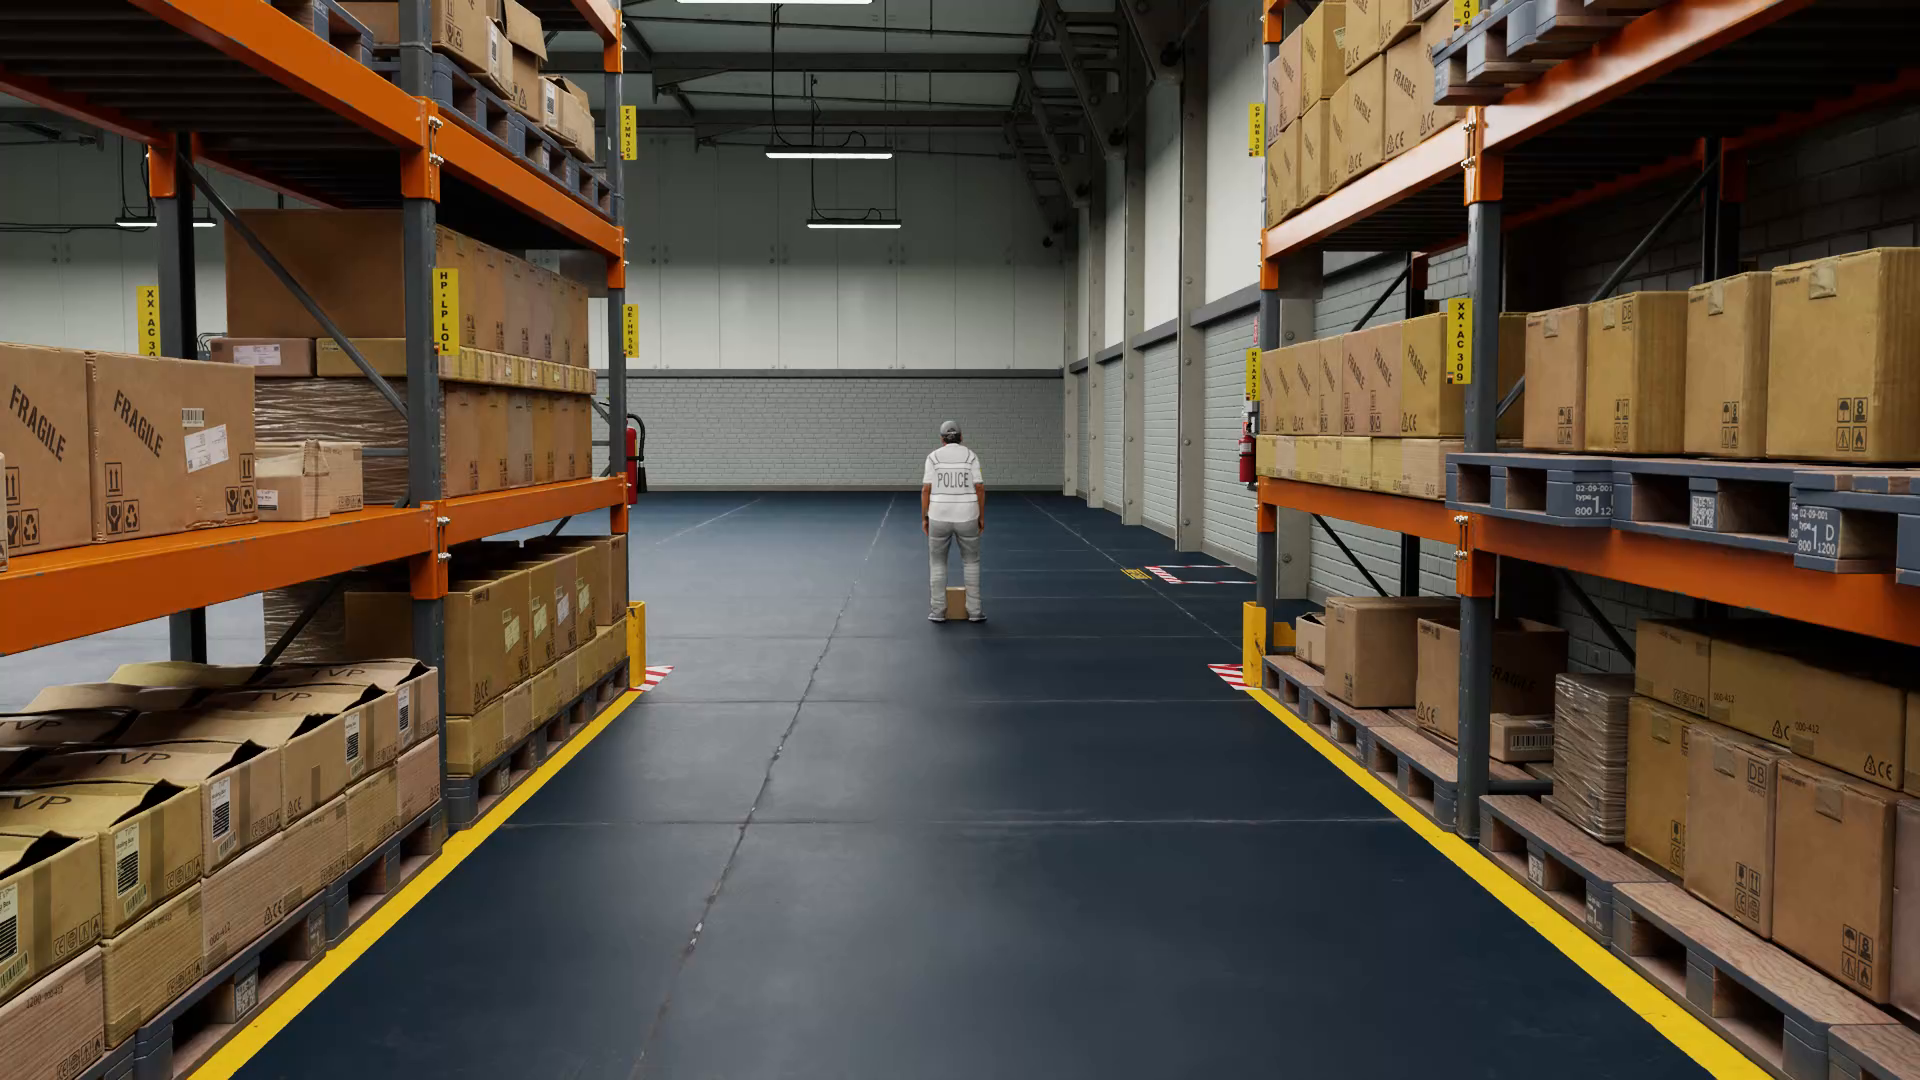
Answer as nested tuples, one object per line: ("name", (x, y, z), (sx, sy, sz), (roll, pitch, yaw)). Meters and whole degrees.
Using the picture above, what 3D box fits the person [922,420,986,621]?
("person", (-0.047, -0.158, 13.789), (0.538, 1.666, 0.465), (0, 4, -1))
